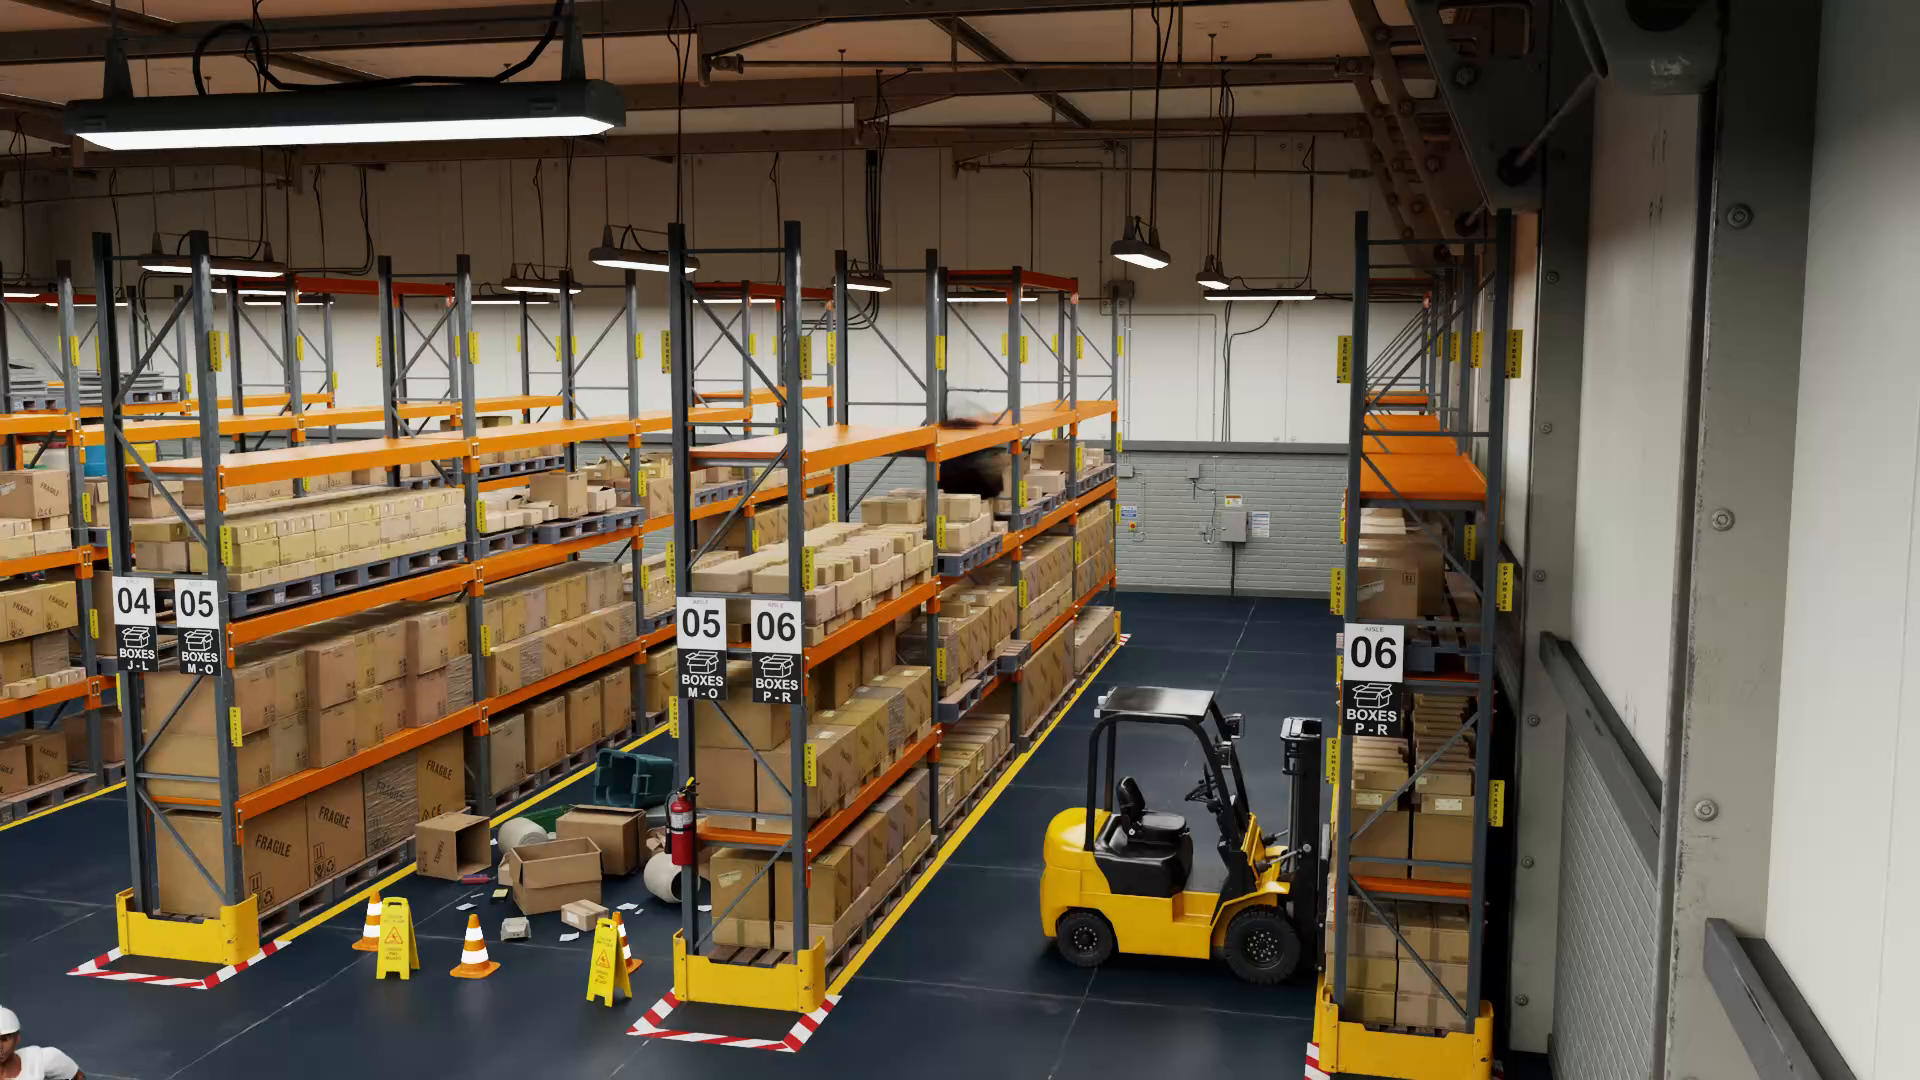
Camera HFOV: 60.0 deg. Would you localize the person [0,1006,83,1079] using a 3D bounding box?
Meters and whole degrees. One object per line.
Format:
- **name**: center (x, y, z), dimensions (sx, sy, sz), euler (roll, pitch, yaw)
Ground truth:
- **person**: center (-4.873, 3.273, 8.546), dimensions (0.691, 1.781, 0.670), euler (-4, 8, -27)
